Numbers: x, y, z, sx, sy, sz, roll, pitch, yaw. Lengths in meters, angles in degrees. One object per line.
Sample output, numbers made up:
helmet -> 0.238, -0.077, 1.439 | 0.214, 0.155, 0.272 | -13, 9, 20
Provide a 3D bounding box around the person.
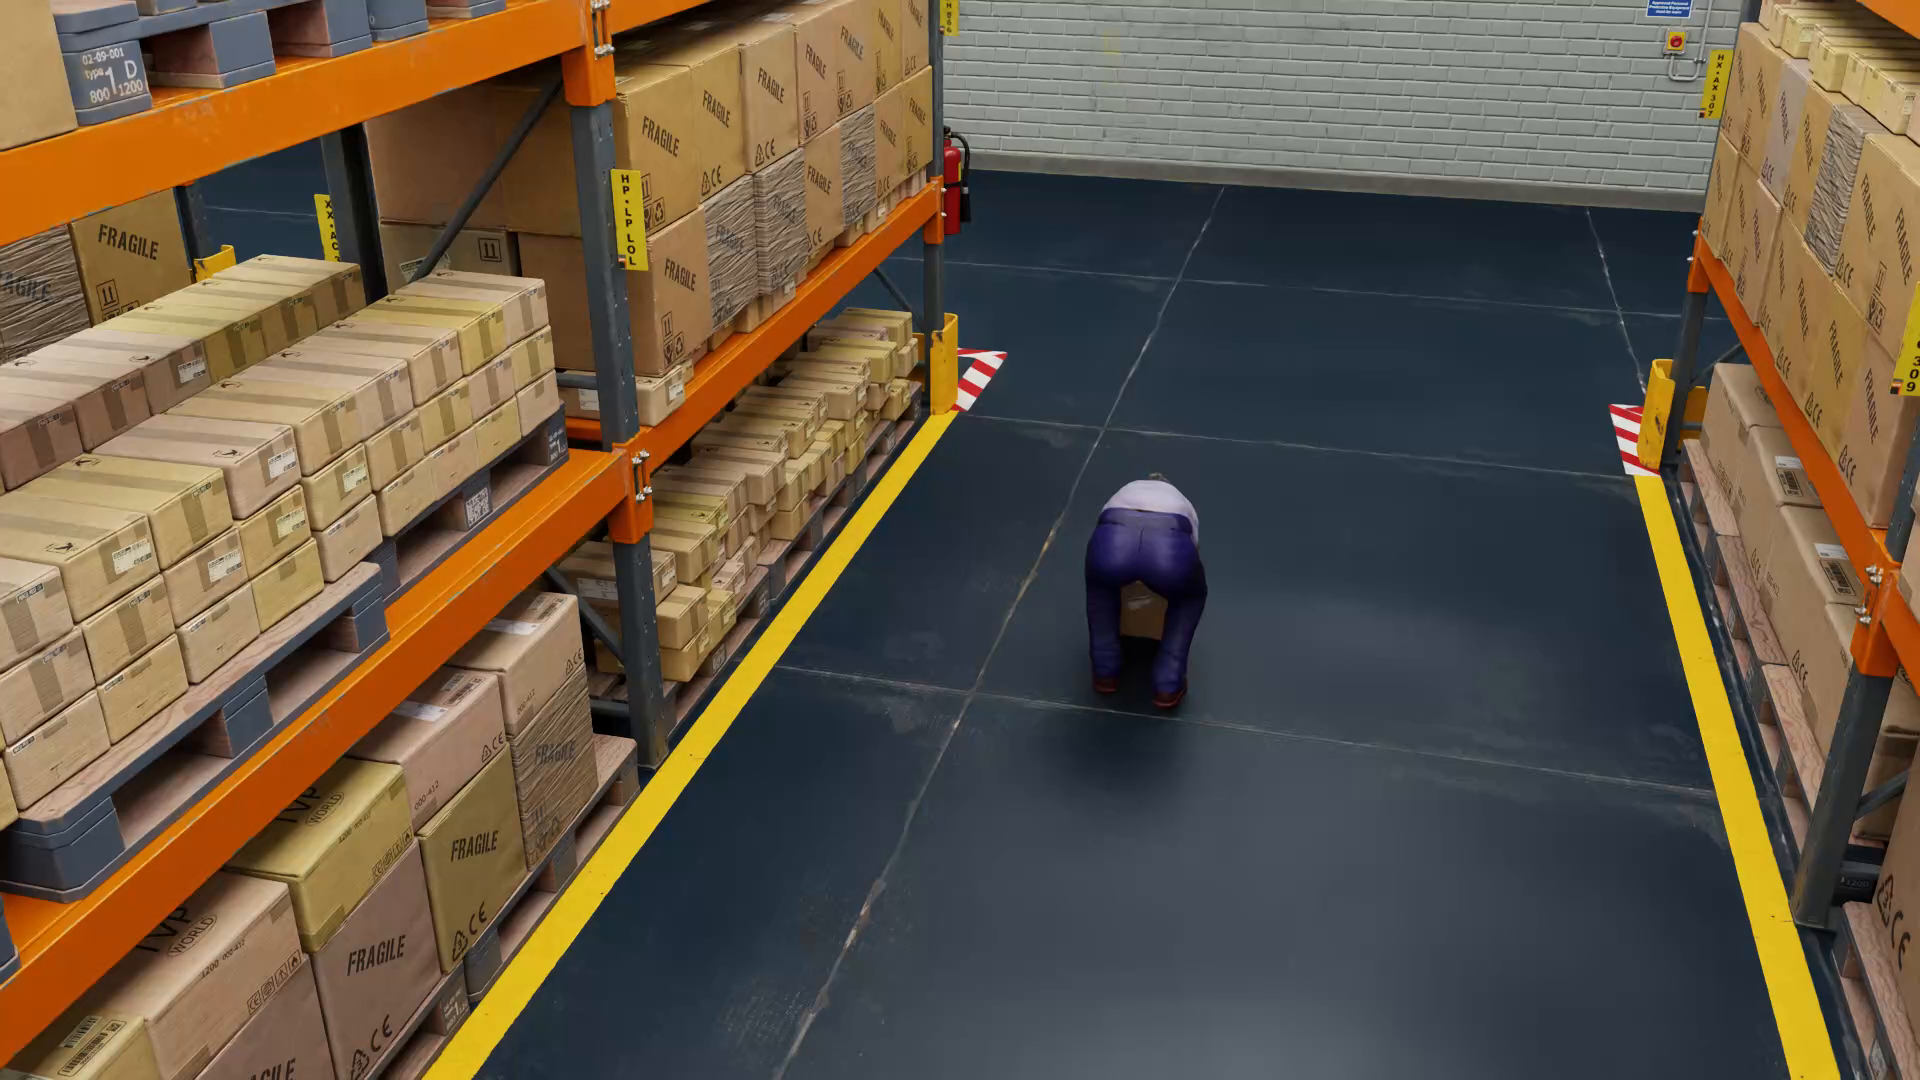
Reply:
person -> 0.750, 0.154, 6.707 | 0.502, 0.873, 0.898 | 5, 26, 11
